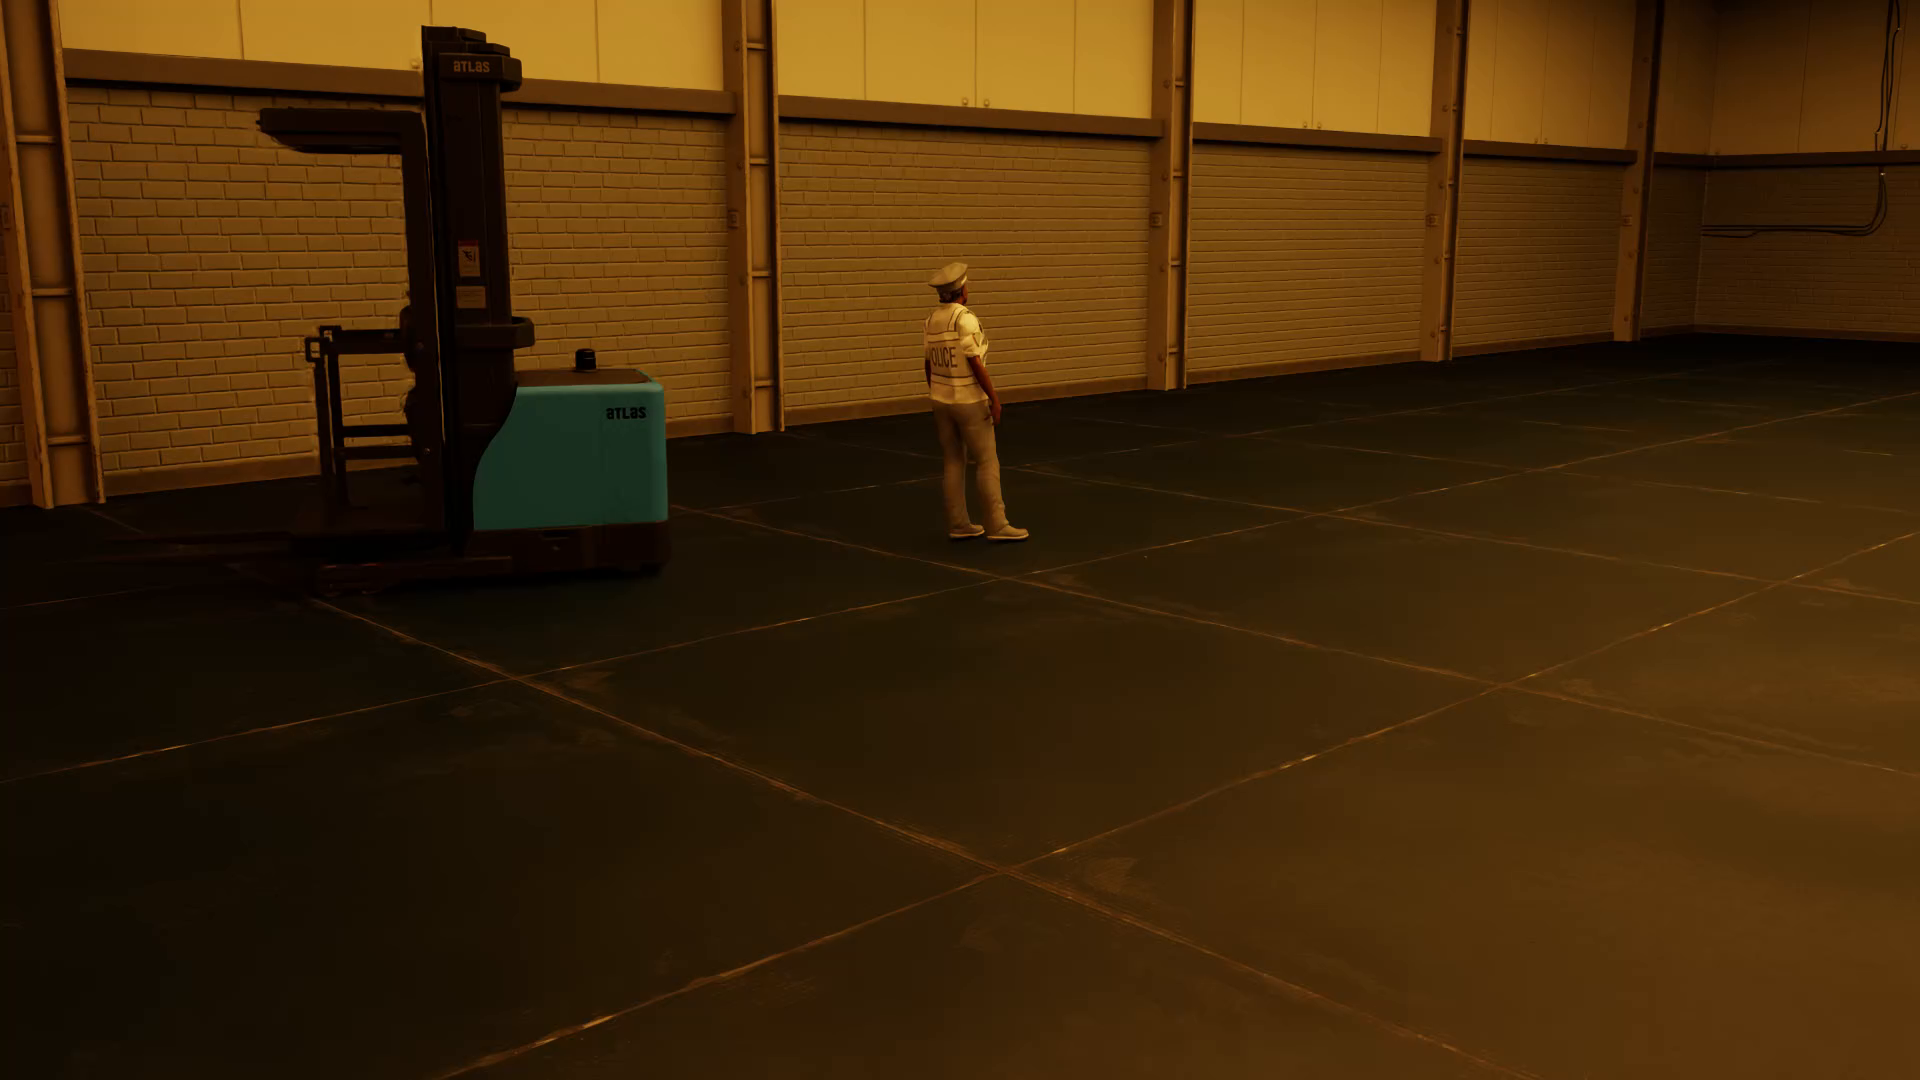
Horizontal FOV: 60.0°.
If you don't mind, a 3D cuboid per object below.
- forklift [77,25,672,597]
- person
[{"bbox_3d":[-3.194,-1.251,9.074,3.031,2.935,1.130,-3,11,-17],"label":"forklift"},{"bbox_3d":[0.068,-0.846,10.214,0.530,1.695,0.569,-10,15,-42],"label":"person"}]
